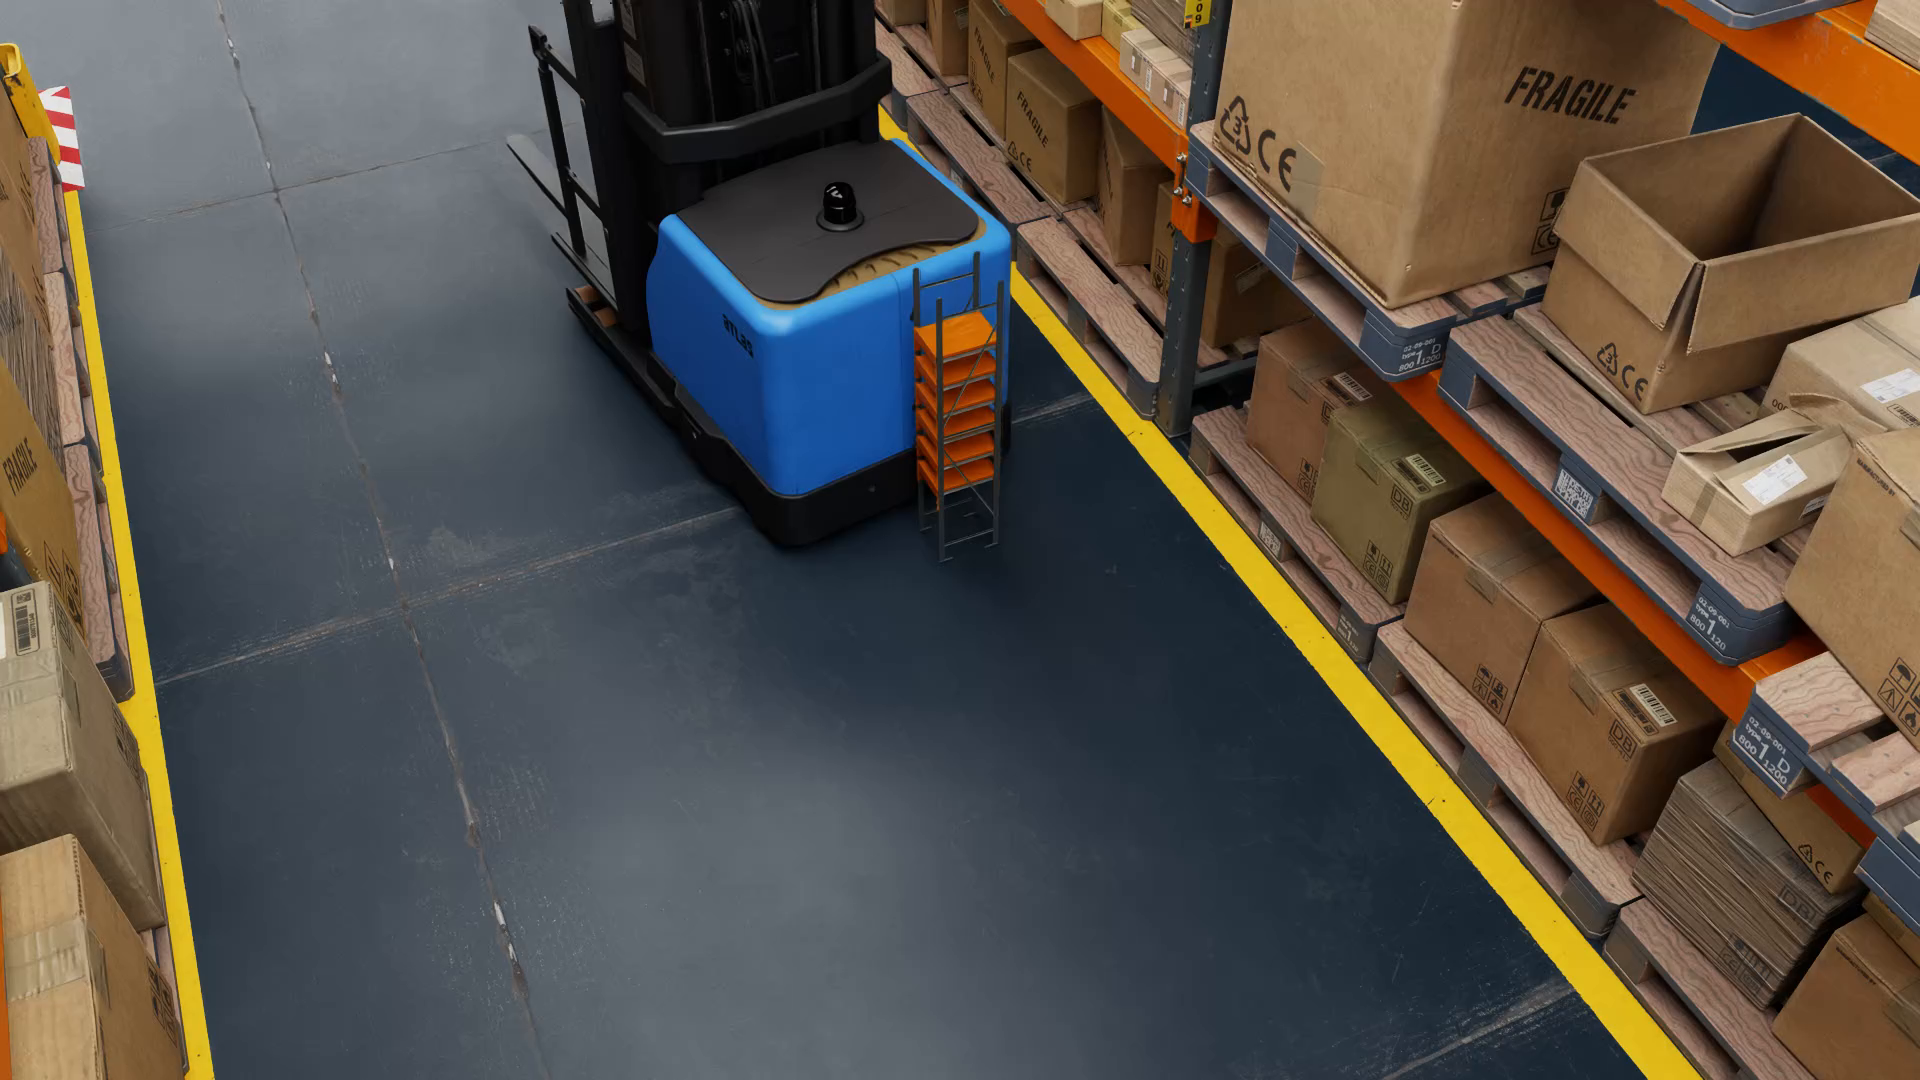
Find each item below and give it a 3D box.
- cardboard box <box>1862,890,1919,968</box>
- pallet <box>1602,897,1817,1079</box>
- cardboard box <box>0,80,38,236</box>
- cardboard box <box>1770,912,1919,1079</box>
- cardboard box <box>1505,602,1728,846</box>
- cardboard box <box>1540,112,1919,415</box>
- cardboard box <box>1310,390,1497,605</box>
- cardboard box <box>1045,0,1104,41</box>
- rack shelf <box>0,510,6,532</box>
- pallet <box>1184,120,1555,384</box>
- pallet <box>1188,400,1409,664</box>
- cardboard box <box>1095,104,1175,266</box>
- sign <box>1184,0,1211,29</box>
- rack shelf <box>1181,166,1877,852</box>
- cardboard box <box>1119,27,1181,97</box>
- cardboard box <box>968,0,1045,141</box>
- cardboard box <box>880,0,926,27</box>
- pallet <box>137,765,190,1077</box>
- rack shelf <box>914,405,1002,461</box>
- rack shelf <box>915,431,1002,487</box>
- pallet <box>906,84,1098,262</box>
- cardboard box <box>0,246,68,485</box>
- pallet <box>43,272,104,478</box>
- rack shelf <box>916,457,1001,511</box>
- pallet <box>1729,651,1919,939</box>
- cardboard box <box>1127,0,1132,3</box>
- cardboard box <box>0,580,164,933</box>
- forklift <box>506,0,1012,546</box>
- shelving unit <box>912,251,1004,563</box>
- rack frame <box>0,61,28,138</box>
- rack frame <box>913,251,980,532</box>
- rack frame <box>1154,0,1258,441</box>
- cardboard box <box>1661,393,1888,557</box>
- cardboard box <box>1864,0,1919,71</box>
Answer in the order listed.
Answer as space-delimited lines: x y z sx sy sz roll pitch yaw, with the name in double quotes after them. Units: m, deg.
2.637 0.944 4.090 0.500 0.250 0.500 -16 47 -16 "cardboard box"
2.619 1.390 4.691 1.003 0.211 1.213 -18 47 -17 "pallet"
-4.616 -1.782 7.134 0.875 0.875 0.875 -18 47 -17 "cardboard box"
2.646 1.208 4.356 0.700 0.500 0.500 -20 48 -19 "cardboard box"
2.156 0.499 5.075 0.700 0.500 0.500 -14 46 -14 "cardboard box"
2.077 -0.762 4.514 0.797 0.503 0.637 -14 46 -13 "cardboard box"
1.686 -0.213 5.796 0.700 0.500 0.500 -18 47 -18 "cardboard box"
0.553 -2.079 6.400 0.380 0.149 0.250 -18 47 -17 "cardboard box"
-4.120 -1.271 5.915 1.077 0.370 4.000 -18 47 -17 "rack shelf"
1.453 -1.055 5.320 1.003 0.211 1.213 -18 47 -17 "pallet"
1.593 -0.165 6.267 1.003 0.211 1.213 -18 47 -17 "pallet"
0.884 -1.542 7.158 0.500 0.500 0.500 -5 45 -5 "cardboard box"
0.775 -1.796 5.318 0.100 0.325 0.005 -18 47 -17 "sign"
2.105 -0.122 4.751 1.077 0.370 4.000 -18 47 -17 "rack shelf"
0.810 -1.776 6.093 0.380 0.149 0.250 -18 47 -17 "cardboard box"
0.358 -2.283 7.909 0.500 0.500 0.500 -14 46 -14 "cardboard box"
-0.171 -3.059 8.695 0.500 0.500 0.500 -10 45 -10 "cardboard box"
-2.886 1.210 4.874 1.003 0.211 1.213 -18 47 -17 "pallet"
-0.006 -0.405 5.869 0.258 0.103 0.180 -18 47 -17 "rack shelf"
-0.006 -0.319 5.953 0.258 0.103 0.180 -18 47 -17 "rack shelf"
0.433 -1.856 7.981 1.003 0.211 1.213 -18 47 -17 "pallet"
-3.862 -0.640 5.977 0.875 0.875 0.875 -18 47 -17 "cardboard box"
-4.044 -0.546 6.653 1.003 0.211 1.213 -18 47 -17 "pallet"
-0.006 -0.234 6.038 0.258 0.103 0.180 -18 47 -17 "rack shelf"
2.549 0.542 3.702 1.213 0.211 1.003 -18 47 -17 "pallet"
0.953 -2.428 6.293 0.875 0.500 0.500 -18 47 -17 "cardboard box"
-2.936 0.768 4.639 1.050 0.750 0.750 -18 47 -18 "cardboard box"
-1.033 -2.032 6.222 1.130 2.935 3.031 -25 50 -23 "forklift"
-0.006 -0.436 5.838 0.258 1.200 0.189 -18 47 -17 "shelving unit"
-4.961 -2.802 6.954 1.000 3.000 0.127 -18 47 -17 "rack frame"
-0.045 -0.495 5.897 0.240 1.200 0.006 -18 47 -17 "rack frame"
1.264 -1.653 5.790 1.000 3.000 0.127 -18 47 -17 "rack frame"
2.000 -0.188 4.102 0.396 0.266 0.258 -19 48 -19 "cardboard box"
2.094 -0.982 3.080 0.500 0.250 0.500 -17 47 -16 "cardboard box"
